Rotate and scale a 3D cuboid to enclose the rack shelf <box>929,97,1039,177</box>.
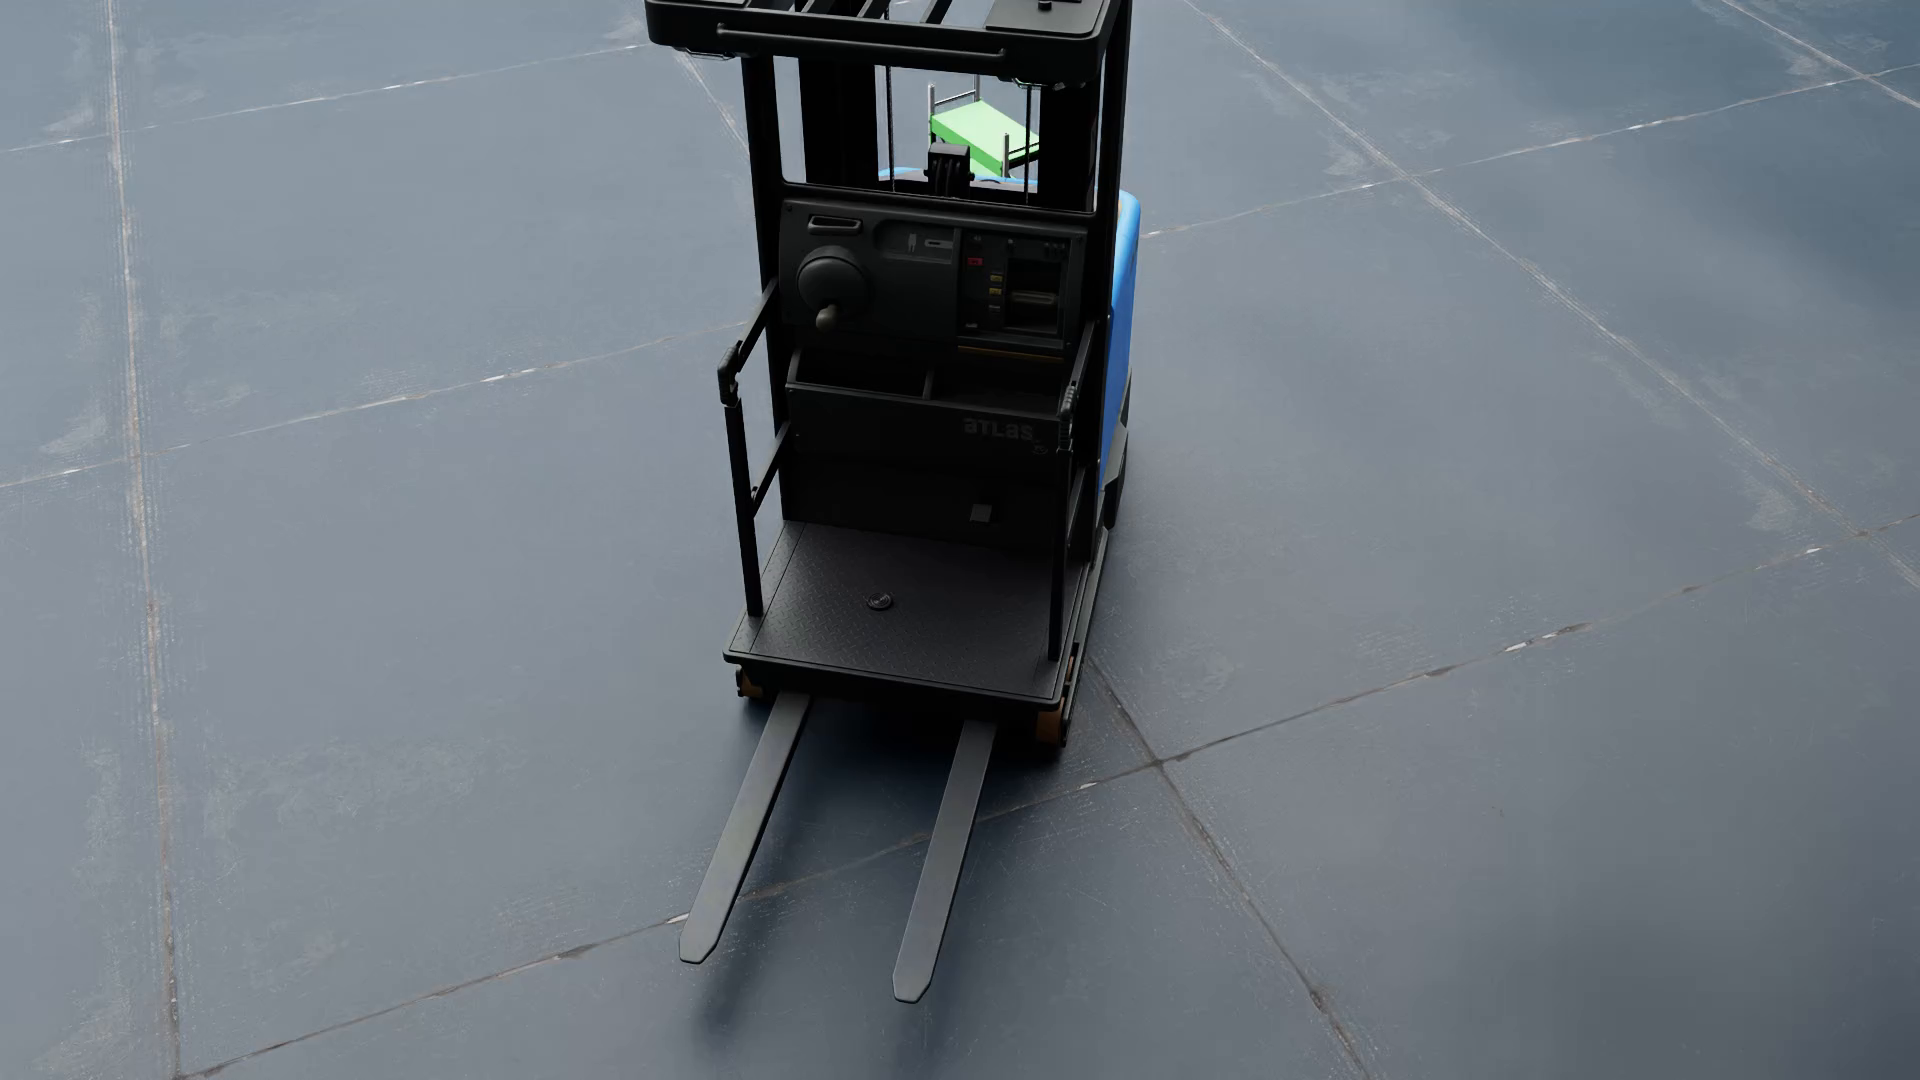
[{"bbox_3d":[0.120,-1.540,6.482,0.258,0.148,0.480,-25,47,-26],"label":"rack shelf"}]

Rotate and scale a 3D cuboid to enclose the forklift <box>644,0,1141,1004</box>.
[{"bbox_3d":[-0.130,-0.709,4.827,1.130,2.935,3.031,8,41,9],"label":"forklift"}]

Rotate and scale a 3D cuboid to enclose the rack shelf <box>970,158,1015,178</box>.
[{"bbox_3d":[0.120,-1.358,6.639,0.258,0.148,0.480,-25,47,-26],"label":"rack shelf"}]

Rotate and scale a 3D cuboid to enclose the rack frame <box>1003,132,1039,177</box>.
[{"bbox_3d":[0.261,-1.095,6.603,0.240,1.200,0.015,-25,47,-26],"label":"rack frame"}]

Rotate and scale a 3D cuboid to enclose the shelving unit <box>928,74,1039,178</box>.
[{"bbox_3d":[0.120,-1.225,6.754,0.258,1.200,0.503,-25,47,-26],"label":"shelving unit"}]

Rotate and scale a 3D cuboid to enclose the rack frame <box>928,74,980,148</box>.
[{"bbox_3d":[-0.022,-1.354,6.905,0.240,1.200,0.015,-25,47,-26],"label":"rack frame"}]
